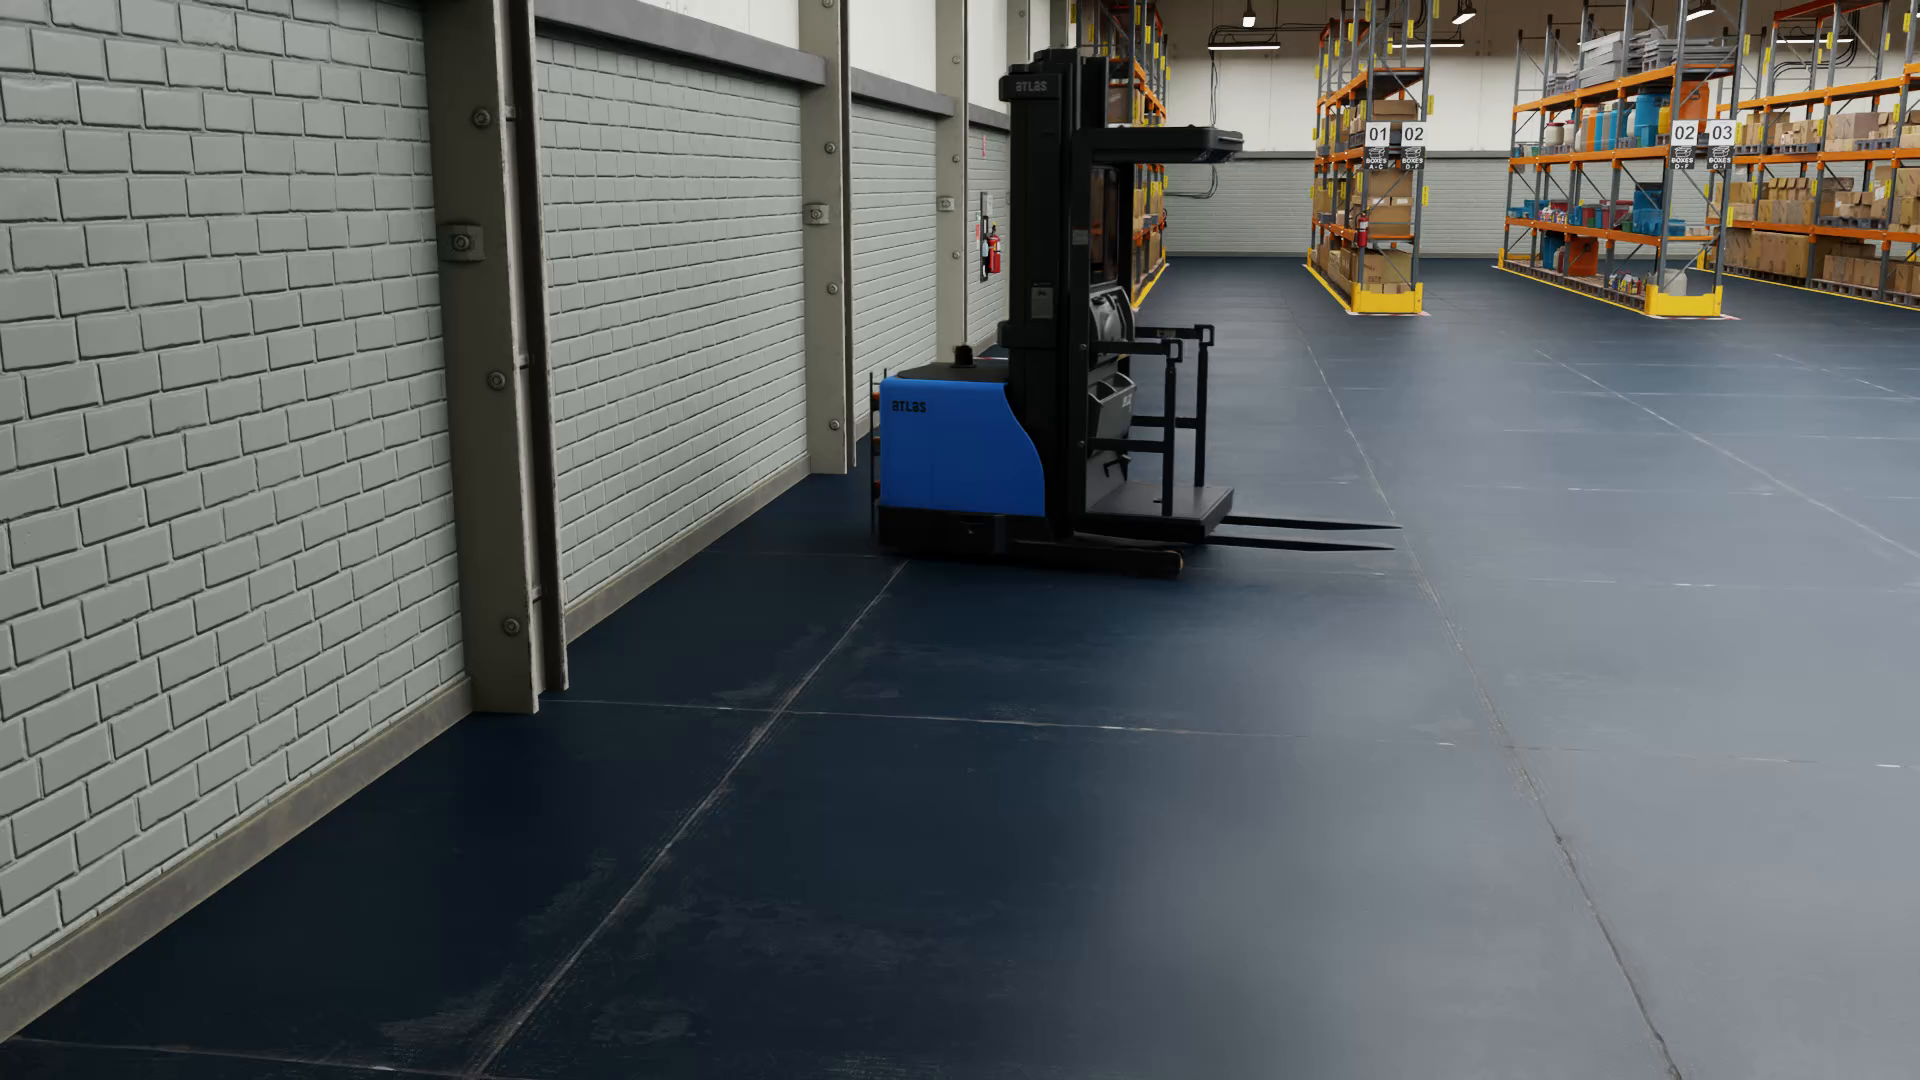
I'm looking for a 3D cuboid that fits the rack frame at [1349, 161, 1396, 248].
[{"bbox_3d":[8.013,-6.269,32.463,0.949,2.616,0.053,2,12,9],"label":"rack frame"}]

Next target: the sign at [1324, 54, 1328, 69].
[{"bbox_3d":[8.713,-11.384,39.551,0.100,0.325,0.005,2,12,9],"label":"sign"}]

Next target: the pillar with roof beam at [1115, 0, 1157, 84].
[{"bbox_3d":[8.781,-12.310,46.254,9.100,9.000,0.548,2,12,9],"label":"pillar with roof beam"}]

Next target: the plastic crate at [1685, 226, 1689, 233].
[{"bbox_3d":[12.910,-5.633,30.136,0.530,0.136,0.437,2,12,9],"label":"plastic crate"}]

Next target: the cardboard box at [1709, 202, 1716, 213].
[{"bbox_3d":[19.309,-8.426,42.122,0.500,0.250,0.500,2,12,7],"label":"cardboard box"}]

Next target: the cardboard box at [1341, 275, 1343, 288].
[{"bbox_3d":[7.563,-4.940,31.824,0.500,0.250,0.500,2,12,9],"label":"cardboard box"}]

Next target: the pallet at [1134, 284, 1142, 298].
[{"bbox_3d":[3.052,-4.925,32.844,1.003,0.211,1.213,2,12,9],"label":"pallet"}]

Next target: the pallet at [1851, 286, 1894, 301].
[{"bbox_3d":[17.922,-4.746,32.016,1.003,0.211,1.213,2,12,9],"label":"pallet"}]

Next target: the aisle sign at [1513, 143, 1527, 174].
[{"bbox_3d":[14.473,-9.901,43.146,0.394,0.787,0.004,2,12,9],"label":"aisle sign"}]

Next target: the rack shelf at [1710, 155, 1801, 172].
[{"bbox_3d":[19.342,-9.144,40.389,1.077,0.370,4.000,2,12,9],"label":"rack shelf"}]

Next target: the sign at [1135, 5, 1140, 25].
[{"bbox_3d":[3.042,-9.006,28.520,0.100,0.325,0.005,2,12,9],"label":"sign"}]

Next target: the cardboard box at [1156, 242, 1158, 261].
[{"bbox_3d":[4.729,-7.441,42.837,0.700,0.500,0.500,2,12,10],"label":"cardboard box"}]

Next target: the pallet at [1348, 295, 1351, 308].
[{"bbox_3d":[15.141,-4.293,29.913,16.062,0.211,4.128,2,12,9],"label":"pallet"}]

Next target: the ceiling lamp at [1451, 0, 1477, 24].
[{"bbox_3d":[11.788,-13.458,37.727,0.800,3.185,2.000,2,12,9],"label":"ceiling lamp"}]

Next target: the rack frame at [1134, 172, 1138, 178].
[{"bbox_3d":[18.426,-8.246,34.518,30.676,5.616,16.049,2,12,9],"label":"rack frame"}]

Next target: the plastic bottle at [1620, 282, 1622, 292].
[{"bbox_3d":[12.280,-4.703,30.793,0.097,0.201,0.097,0,12,0],"label":"plastic bottle"}]

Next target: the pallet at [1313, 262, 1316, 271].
[{"bbox_3d":[9.538,-6.969,42.329,1.003,0.211,1.213,2,12,9],"label":"pallet"}]

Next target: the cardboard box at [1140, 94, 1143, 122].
[{"bbox_3d":[3.168,-8.106,31.208,0.500,0.500,0.500,1,12,7],"label":"cardboard box"}]

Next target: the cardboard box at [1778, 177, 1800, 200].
[{"bbox_3d":[18.827,-7.876,37.301,0.797,0.503,0.637,2,12,9],"label":"cardboard box"}]

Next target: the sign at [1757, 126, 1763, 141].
[{"bbox_3d":[18.486,-9.388,38.400,0.100,0.325,0.005,2,12,9],"label":"sign"}]

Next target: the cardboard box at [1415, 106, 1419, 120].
[{"bbox_3d":[7.926,-7.562,29.776,0.500,0.500,0.500,2,12,9],"label":"cardboard box"}]

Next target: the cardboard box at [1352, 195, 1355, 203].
[{"bbox_3d":[7.783,-6.585,32.153,0.380,0.149,0.250,2,12,9],"label":"cardboard box"}]

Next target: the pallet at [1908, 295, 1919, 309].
[{"bbox_3d":[17.550,-4.188,29.428,1.003,0.211,1.213,2,12,9],"label":"pallet"}]

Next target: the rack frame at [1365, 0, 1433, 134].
[{"bbox_3d":[7.401,-8.369,27.967,1.000,3.000,0.127,2,12,9],"label":"rack frame"}]

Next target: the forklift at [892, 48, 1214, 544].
[{"bbox_3d":[18.423,-5.273,27.473,24.390,3.159,46.598,4,13,18],"label":"forklift"}]

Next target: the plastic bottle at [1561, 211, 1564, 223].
[{"bbox_3d":[13.267,-7.088,36.566,0.097,0.271,0.097,0,12,0],"label":"plastic bottle"}]

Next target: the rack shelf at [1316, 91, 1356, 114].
[{"bbox_3d":[9.554,-10.930,41.566,1.077,0.370,4.000,2,12,9],"label":"rack shelf"}]

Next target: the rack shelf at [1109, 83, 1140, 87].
[{"bbox_3d":[3.428,-9.361,34.593,0.919,0.052,3.809,2,12,9],"label":"rack shelf"}]

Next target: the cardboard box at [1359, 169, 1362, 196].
[{"bbox_3d":[7.800,-6.650,30.914,0.700,0.500,0.500,2,12,9],"label":"cardboard box"}]

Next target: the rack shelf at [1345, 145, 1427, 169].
[{"bbox_3d":[7.708,-6.967,30.291,1.077,0.370,4.000,2,12,9],"label":"rack shelf"}]

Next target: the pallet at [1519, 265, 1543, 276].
[{"bbox_3d":[14.215,-6.564,40.452,1.003,0.211,1.213,2,12,9],"label":"pallet"}]

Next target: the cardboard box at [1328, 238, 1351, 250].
[{"bbox_3d":[8.548,-6.676,37.458,0.500,0.250,0.500,2,12,11],"label":"cardboard box"}]

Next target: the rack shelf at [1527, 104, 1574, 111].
[{"bbox_3d":[14.448,-10.645,40.844,0.831,0.071,3.687,2,12,9],"label":"rack shelf"}]

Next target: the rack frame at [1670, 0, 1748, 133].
[{"bbox_3d":[12.295,-8.208,27.219,1.000,3.000,0.127,2,12,9],"label":"rack frame"}]

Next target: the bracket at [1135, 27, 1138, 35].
[{"bbox_3d":[4.814,-14.111,46.068,0.235,0.232,0.430,2,12,9],"label":"bracket"}]

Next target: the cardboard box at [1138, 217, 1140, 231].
[{"bbox_3d":[3.124,-5.943,31.260,0.500,0.250,0.500,2,12,9],"label":"cardboard box"}]

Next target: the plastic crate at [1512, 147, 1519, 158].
[{"bbox_3d":[14.421,-9.937,42.673,0.497,0.269,0.590,2,12,9],"label":"plastic crate"}]

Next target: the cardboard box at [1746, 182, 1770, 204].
[{"bbox_3d":[18.841,-8.156,39.087,0.500,0.500,0.500,2,12,10],"label":"cardboard box"}]

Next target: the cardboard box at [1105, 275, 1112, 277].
[{"bbox_3d":[2.789,-4.757,30.783,0.500,0.311,0.500,3,13,13],"label":"cardboard box"}]

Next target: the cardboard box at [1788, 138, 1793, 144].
[{"bbox_3d":[18.657,-8.856,36.948,0.380,0.149,0.250,1,12,6],"label":"cardboard box"}]

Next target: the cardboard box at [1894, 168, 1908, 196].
[{"bbox_3d":[17.484,-6.545,30.426,0.500,0.500,0.500,2,12,9],"label":"cardboard box"}]

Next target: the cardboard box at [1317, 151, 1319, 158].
[{"bbox_3d":[9.366,-9.854,42.331,0.500,0.250,0.500,2,12,9],"label":"cardboard box"}]

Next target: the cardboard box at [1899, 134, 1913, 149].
[{"bbox_3d":[17.482,-7.255,30.273,0.500,0.250,0.500,1,12,6],"label":"cardboard box"}]

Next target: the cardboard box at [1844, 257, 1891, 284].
[{"bbox_3d":[18.183,-5.399,33.314,0.700,0.500,0.500,3,13,13],"label":"cardboard box"}]

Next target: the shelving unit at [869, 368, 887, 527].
[{"bbox_3d":[-0.429,-0.553,10.570,0.215,1.050,0.249,4,13,18],"label":"shelving unit"}]

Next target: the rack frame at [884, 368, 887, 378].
[{"bbox_3d":[-0.391,-0.578,10.682,0.200,1.050,0.008,4,13,18],"label":"rack frame"}]

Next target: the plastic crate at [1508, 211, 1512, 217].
[{"bbox_3d":[14.261,-8.401,42.841,0.250,0.136,0.298,2,12,9],"label":"plastic crate"}]

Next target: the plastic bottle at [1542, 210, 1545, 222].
[{"bbox_3d":[13.636,-7.552,38.712,0.152,0.276,0.135,2,12,9],"label":"plastic bottle"}]

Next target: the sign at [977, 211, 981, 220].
[{"bbox_3d":[0.240,-4.173,21.394,0.001,0.109,0.331,2,12,9],"label":"sign"}]

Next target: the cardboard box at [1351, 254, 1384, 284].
[{"bbox_3d":[7.189,-4.785,29.328,0.500,0.500,0.500,2,12,9],"label":"cardboard box"}]

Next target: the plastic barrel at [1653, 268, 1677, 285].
[{"bbox_3d":[12.397,-4.508,29.200,0.421,0.512,0.421,0,12,0],"label":"plastic barrel"}]

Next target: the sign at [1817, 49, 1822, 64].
[{"bbox_3d":[19.572,-11.026,37.888,0.100,0.325,0.005,2,12,9],"label":"sign"}]

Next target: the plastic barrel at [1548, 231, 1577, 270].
[{"bbox_3d":[13.931,-6.693,38.412,0.600,0.901,0.708,2,12,9],"label":"plastic barrel"}]

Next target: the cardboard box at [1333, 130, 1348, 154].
[{"bbox_3d":[8.665,-8.709,36.426,0.910,0.500,0.500,2,12,9],"label":"cardboard box"}]
